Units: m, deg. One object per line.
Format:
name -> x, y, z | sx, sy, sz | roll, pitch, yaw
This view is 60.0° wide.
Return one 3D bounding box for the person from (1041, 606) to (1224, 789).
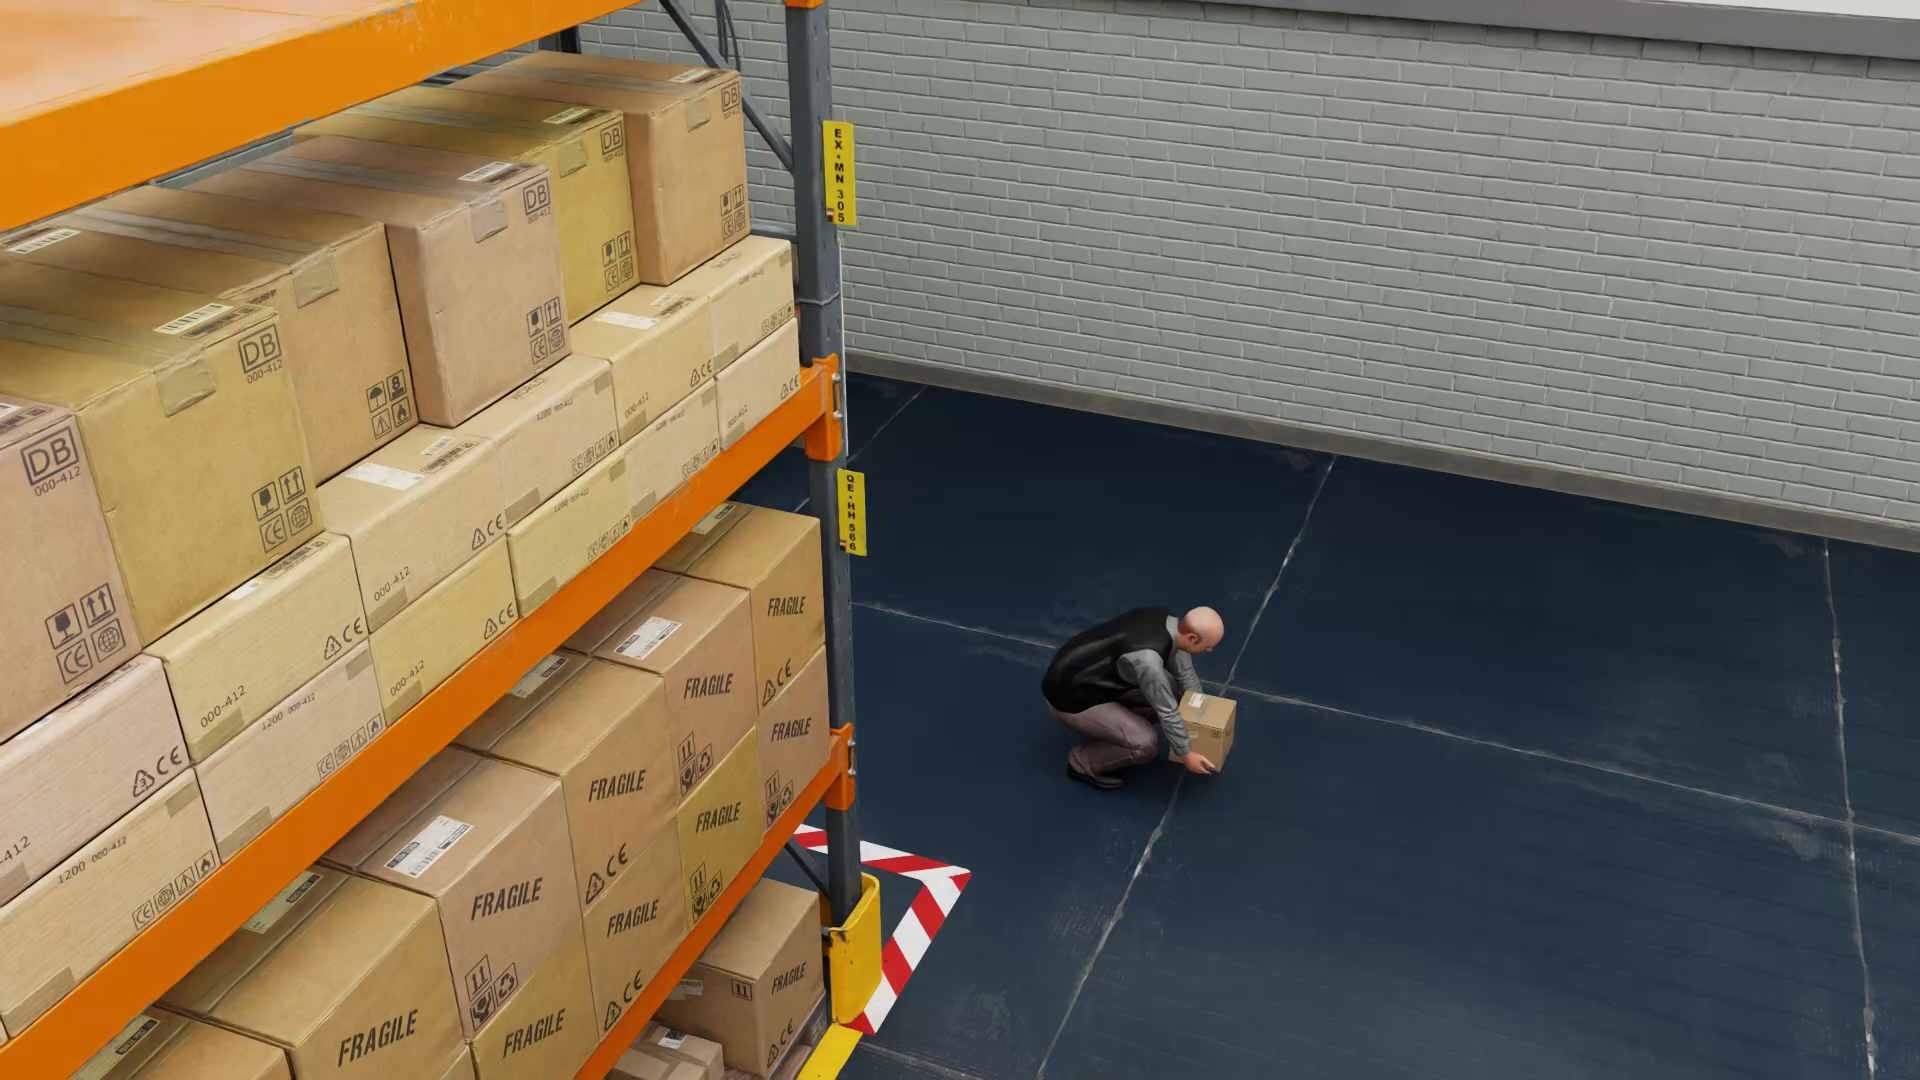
person -> 0.844, 0.710, 7.945 | 0.879, 0.970, 0.517 | 11, 31, 18
